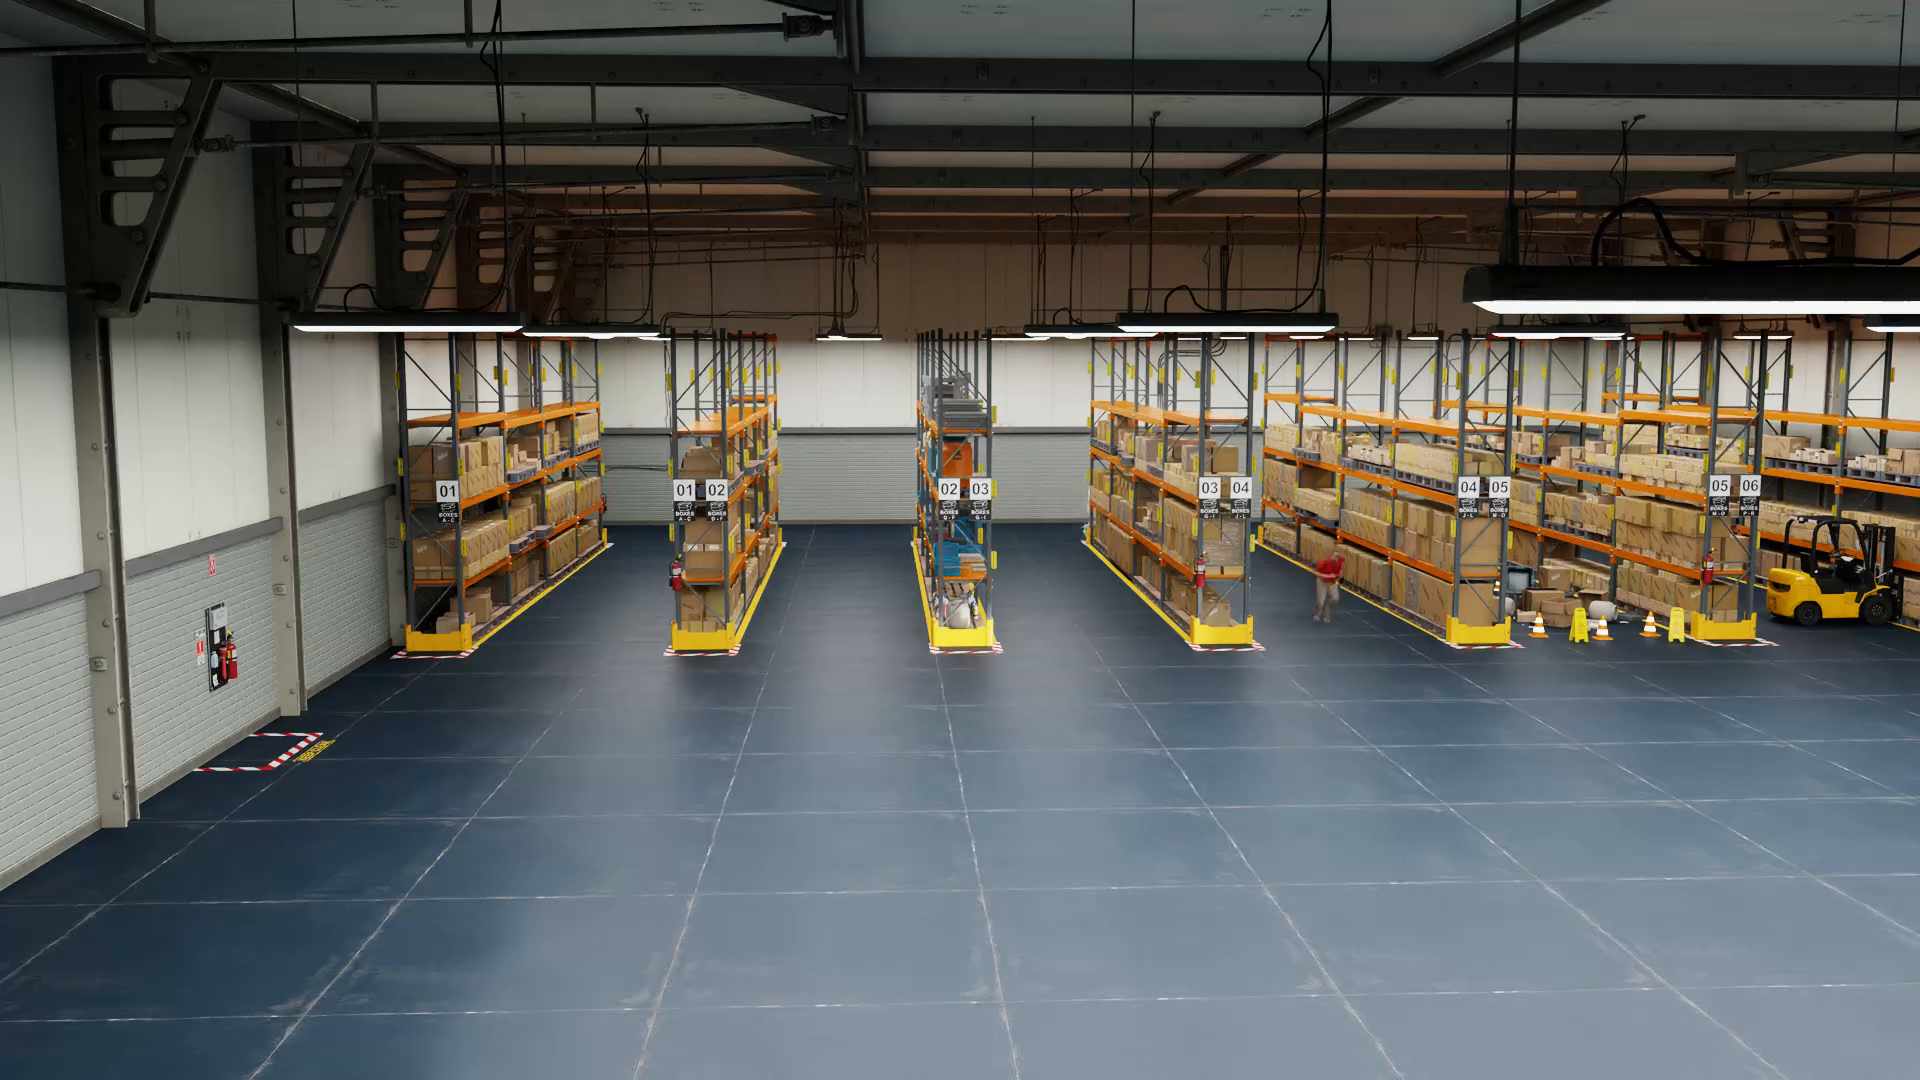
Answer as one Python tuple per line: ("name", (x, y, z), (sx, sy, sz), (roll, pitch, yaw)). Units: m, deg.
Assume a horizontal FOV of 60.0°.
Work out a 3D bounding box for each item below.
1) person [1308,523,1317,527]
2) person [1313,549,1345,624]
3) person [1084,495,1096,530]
("person", (10.387, -0.737, 48.429), (0.665, 1.595, 0.583), (5, 8, 37))
("person", (7.554, 0.950, 34.002), (0.701, 1.602, 0.982), (-2, 7, -14))
("person", (4.003, -0.912, 49.021), (0.634, 1.751, 0.732), (3, 7, 22))
